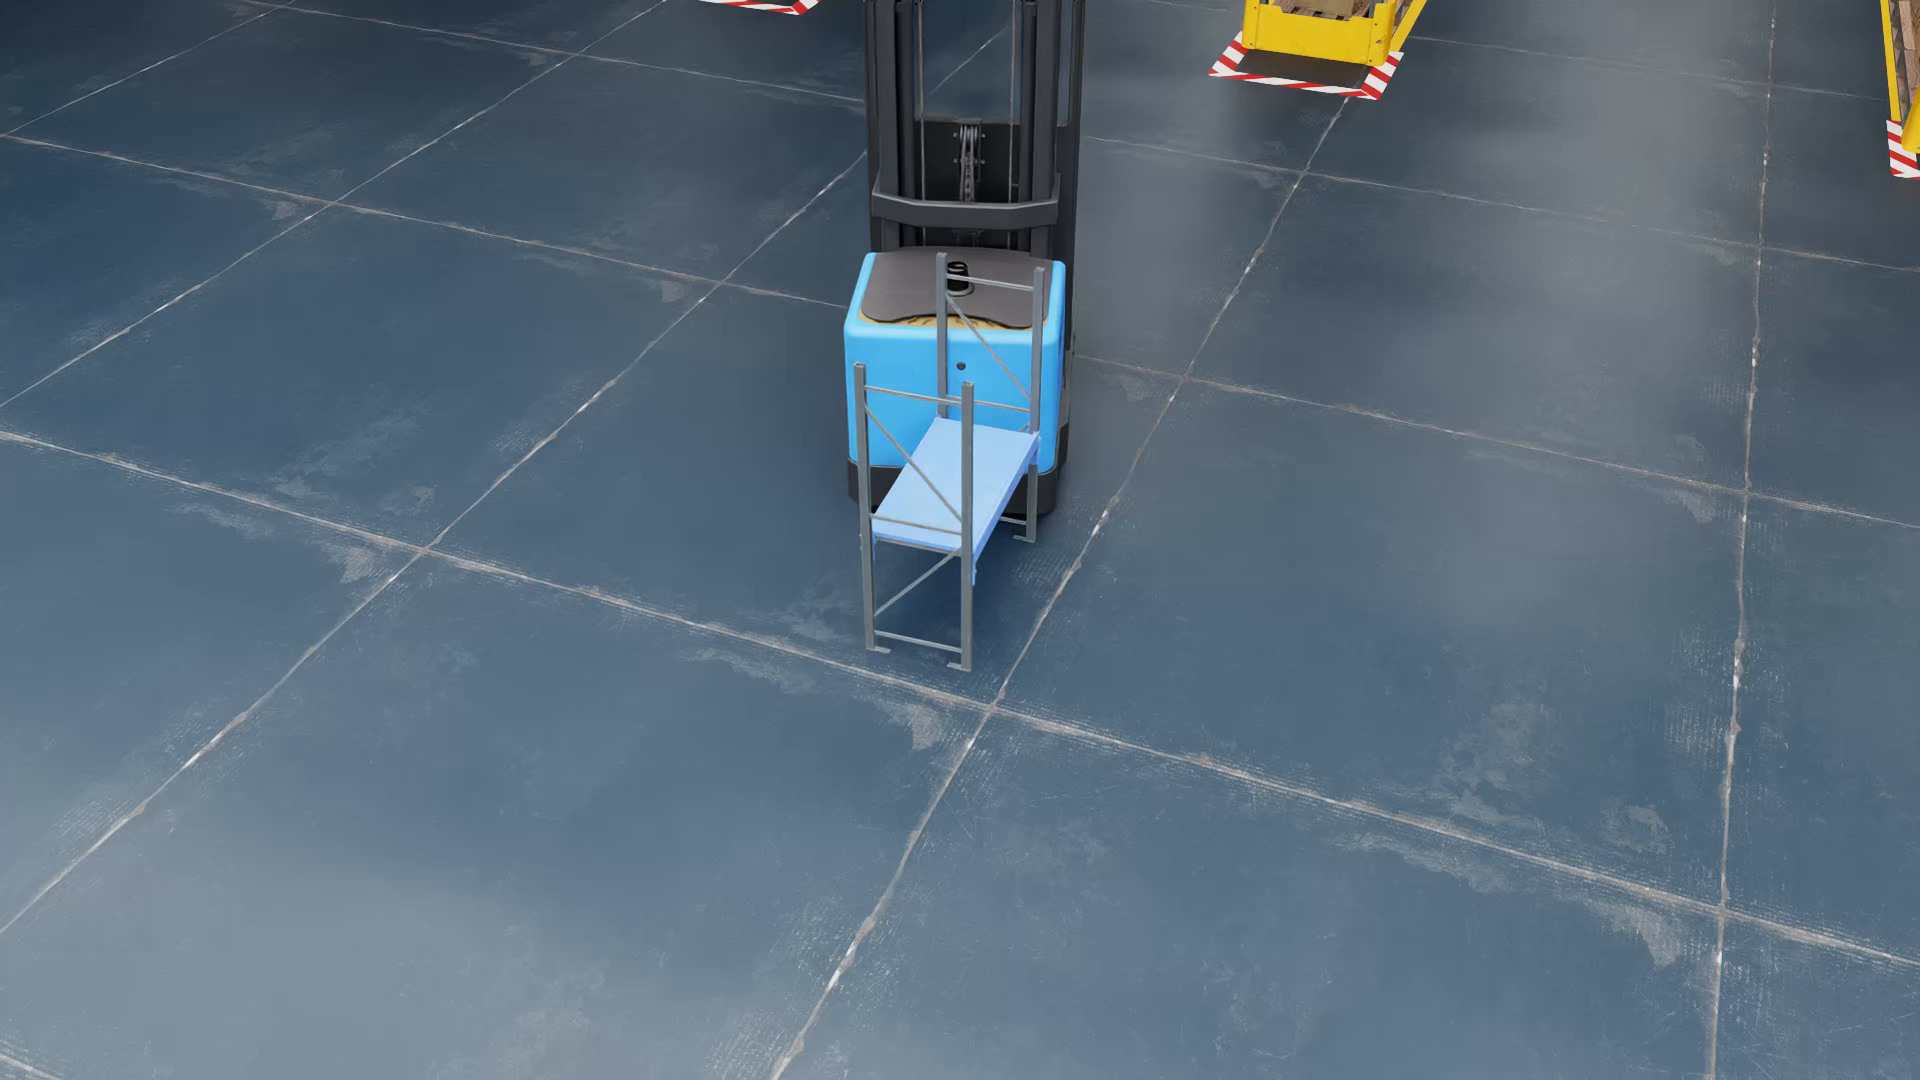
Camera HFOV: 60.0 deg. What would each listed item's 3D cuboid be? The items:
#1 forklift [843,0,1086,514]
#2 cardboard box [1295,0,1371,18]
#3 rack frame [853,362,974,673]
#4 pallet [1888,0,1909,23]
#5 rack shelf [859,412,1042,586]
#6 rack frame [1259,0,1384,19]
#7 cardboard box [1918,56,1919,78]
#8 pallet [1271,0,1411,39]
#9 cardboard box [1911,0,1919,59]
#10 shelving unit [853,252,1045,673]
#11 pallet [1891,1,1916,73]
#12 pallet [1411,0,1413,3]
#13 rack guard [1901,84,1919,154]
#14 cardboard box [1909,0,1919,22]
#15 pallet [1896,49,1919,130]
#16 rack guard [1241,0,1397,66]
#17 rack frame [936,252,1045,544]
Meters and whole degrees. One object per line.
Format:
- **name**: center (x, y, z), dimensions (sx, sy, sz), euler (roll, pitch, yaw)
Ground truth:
- **forklift**: center (0.091, -2.169, 8.704), dimensions (1.130, 2.935, 3.031), euler (3, 37, 4)
- **cardboard box**: center (3.127, -4.681, 13.744), dimensions (0.500, 0.500, 0.500), euler (21, 42, 26)
- **rack frame**: center (-0.187, -0.061, 7.079), dimensions (0.500, 1.500, 0.032), euler (11, 38, 15)
- **pallet**: center (8.582, -4.681, 14.336), dimensions (1.003, 0.211, 1.213), euler (14, 39, 18)
- **rack shelf**: center (-0.026, -0.206, 7.573), dimensions (0.538, 0.185, 1.000), euler (11, 38, 15)
- **rack frame**: center (2.873, -5.172, 12.664), dimensions (1.000, 3.000, 0.127), euler (14, 39, 18)
- **cardboard box**: center (7.619, -3.694, 12.110), dimensions (0.875, 0.875, 0.875), euler (14, 39, 18)
- **pallet**: center (3.244, -4.539, 14.146), dimensions (1.003, 0.211, 1.213), euler (14, 39, 18)
- **cardboard box**: center (7.952, -4.181, 12.763), dimensions (0.875, 0.875, 0.875), euler (13, 39, 17)
- **shelving unit**: center (-0.026, -0.350, 7.466), dimensions (0.538, 1.500, 1.048), euler (11, 38, 15)
- **pallet**: center (8.120, -4.003, 13.429), dimensions (1.003, 0.211, 1.213), euler (14, 39, 18)
- **pallet**: center (3.710, -5.212, 15.047), dimensions (1.003, 0.211, 1.213), euler (14, 39, 18)
- **rack guard**: center (7.413, -2.972, 11.808), dimensions (1.175, 0.500, 0.348), euler (14, 39, 18)
- **cardboard box**: center (8.300, -4.686, 13.437), dimensions (0.875, 0.875, 0.875), euler (14, 39, 18)
- **pallet**: center (7.654, -3.330, 12.528), dimensions (1.003, 0.211, 1.213), euler (14, 39, 18)
- **rack guard**: center (2.902, -4.213, 13.469), dimensions (1.175, 0.500, 0.348), euler (14, 39, 18)
- **rack frame**: center (0.134, -0.639, 7.852), dimensions (0.500, 1.500, 0.032), euler (11, 38, 15)
